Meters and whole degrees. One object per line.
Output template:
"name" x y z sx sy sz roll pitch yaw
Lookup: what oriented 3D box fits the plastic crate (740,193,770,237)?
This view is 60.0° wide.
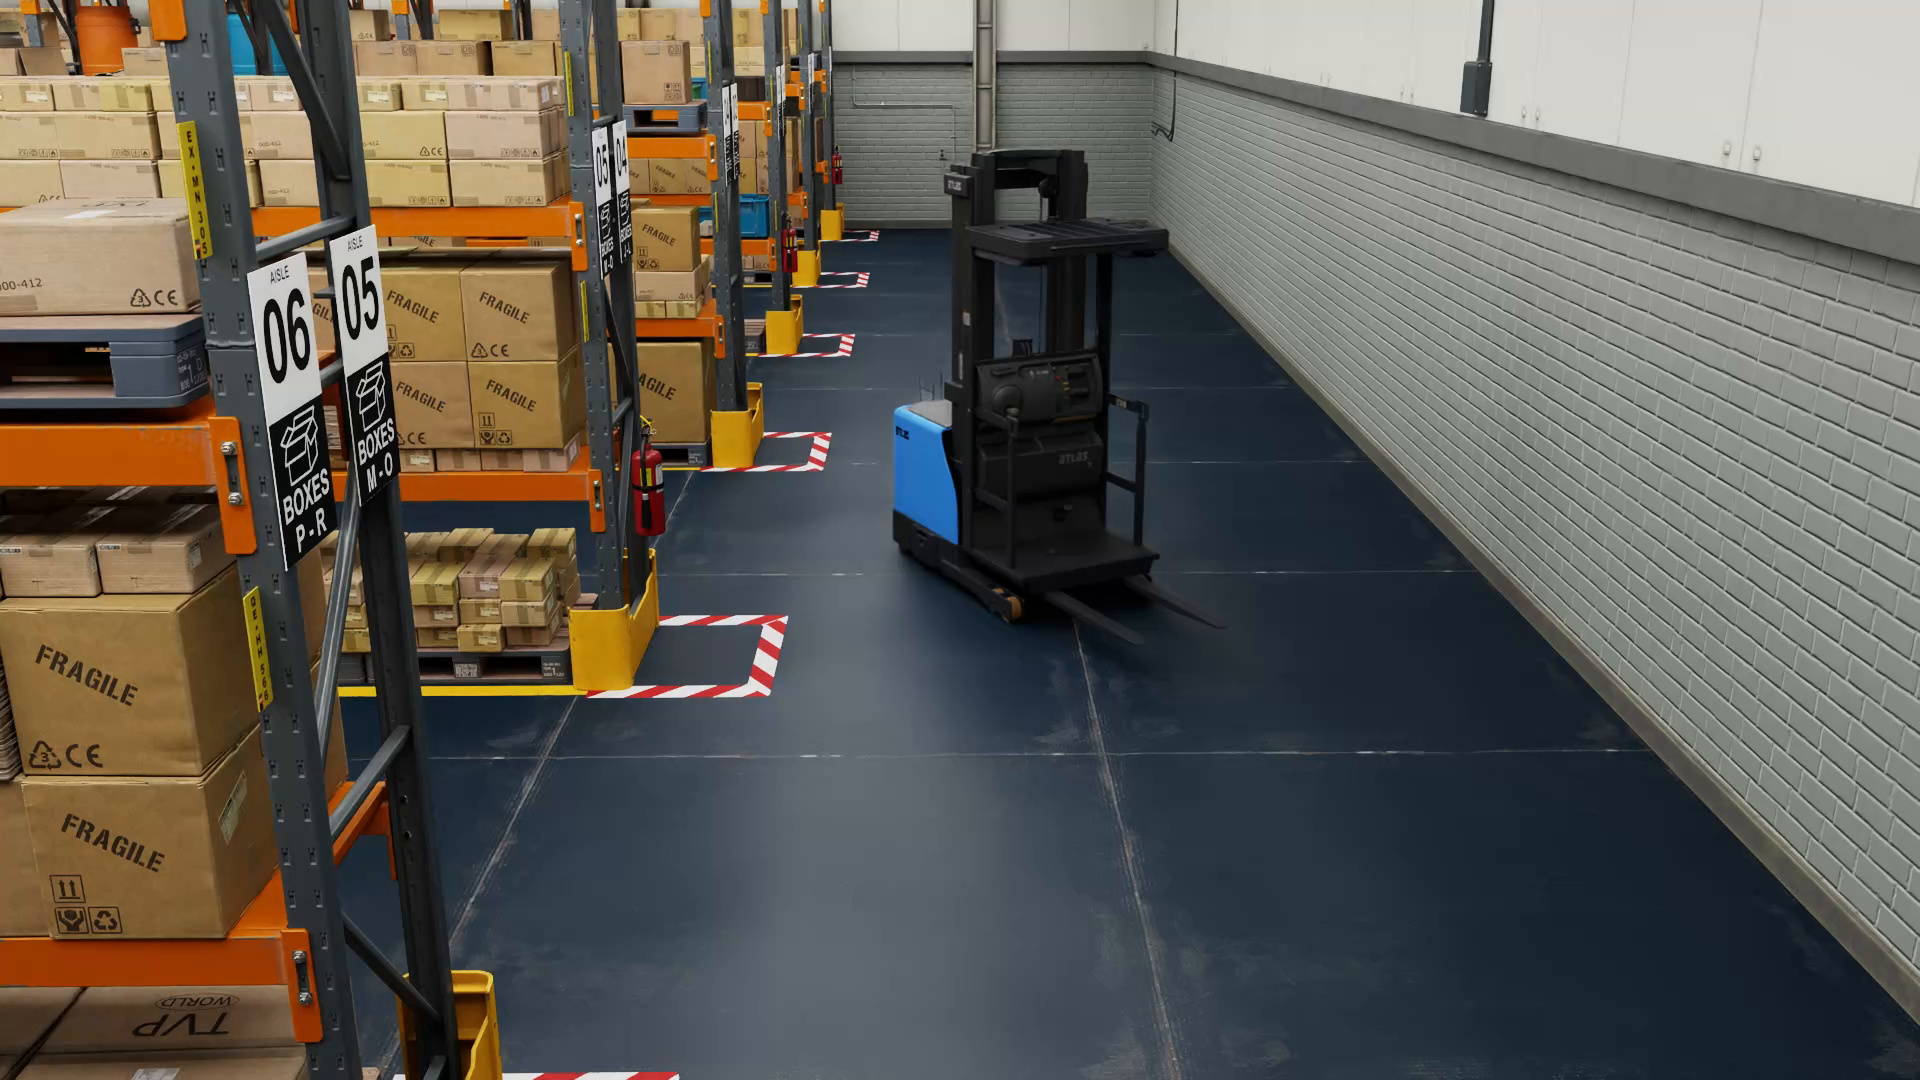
"plastic crate" -2.434 -3.735 19.125 0.499 0.435 0.616 0 18 -1

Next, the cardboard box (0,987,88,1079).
"cardboard box" -3.441 1.851 5.372 0.875 0.438 0.875 0 18 1

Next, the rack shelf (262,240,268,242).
"rack shelf" -8.101 -3.377 19.343 4.000 0.370 1.077 0 18 -1

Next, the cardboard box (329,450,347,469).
"cardboard box" -3.657 -0.534 9.712 0.250 0.149 0.380 -1 18 -3

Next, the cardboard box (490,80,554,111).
"cardboard box" -2.374 -2.414 9.026 0.250 0.149 0.380 0 18 -1

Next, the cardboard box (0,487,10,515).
"cardboard box" -3.012 -0.129 5.176 0.250 0.149 0.380 -1 18 -3

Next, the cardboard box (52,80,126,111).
"cardboard box" -4.710 -2.418 9.038 0.250 0.149 0.380 -1 18 -3

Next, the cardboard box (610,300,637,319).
"cardboard box" -2.887 -2.011 14.318 0.250 0.149 0.380 0 18 -1

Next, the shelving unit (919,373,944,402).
"shelving unit" -0.160 -0.639 12.570 0.189 1.200 0.258 -10 20 -27

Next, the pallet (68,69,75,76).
"pallet" -11.971 -6.525 23.374 1.213 0.211 1.003 1 18 2

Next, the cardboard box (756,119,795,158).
"cardboard box" -2.617 -5.699 23.602 0.500 0.500 0.500 0 18 -1

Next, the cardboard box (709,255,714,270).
"cardboard box" -3.667 -4.089 24.163 0.500 0.250 0.500 0 18 -1

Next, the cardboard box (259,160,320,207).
"cardboard box" -3.503 -1.992 9.180 0.500 0.250 0.500 0 18 2

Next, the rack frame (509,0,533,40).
"rack frame" -6.176 -8.099 23.062 0.127 3.000 1.000 0 18 -1

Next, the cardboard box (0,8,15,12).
"cardboard box" -15.823 -8.581 27.644 0.500 0.500 0.500 -1 18 -3

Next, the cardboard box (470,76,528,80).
"cardboard box" -2.629 -2.578 9.536 0.250 0.149 0.380 0 18 1

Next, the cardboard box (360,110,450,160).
"cardboard box" -3.014 -2.233 9.114 0.500 0.250 0.500 -1 18 -2

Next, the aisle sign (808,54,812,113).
"aisle sign" -2.103 -6.406 23.351 0.004 0.787 0.394 0 18 -1

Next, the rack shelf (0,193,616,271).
"rack shelf" -4.046 -1.797 9.505 4.000 0.370 1.077 0 18 -1

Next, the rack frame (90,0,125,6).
"rack frame" -14.257 -9.573 27.658 0.127 3.000 1.000 0 18 -1

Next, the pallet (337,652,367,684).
"pallet" -4.152 0.606 10.314 1.213 0.211 1.003 0 18 -1

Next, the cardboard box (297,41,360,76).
"cardboard box" -5.242 -3.962 14.063 0.500 0.500 0.700 -1 18 -4

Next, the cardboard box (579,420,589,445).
"cardboard box" -2.376 -0.700 10.229 0.250 0.149 0.380 0 18 -1

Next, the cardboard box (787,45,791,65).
"cardboard box" -2.694 -6.934 23.767 0.500 0.250 0.500 0 18 -1

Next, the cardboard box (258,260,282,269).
"cardboard box" -4.055 -1.297 9.391 0.500 0.500 0.500 -1 18 -3

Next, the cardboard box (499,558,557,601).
"cardboard box" -2.572 0.234 9.915 0.250 0.149 0.380 0 18 0

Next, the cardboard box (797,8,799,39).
"cardboard box" -2.992 -8.806 28.345 0.500 0.500 0.500 -1 18 -3

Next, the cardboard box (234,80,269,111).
"cardboard box" -3.913 -2.413 9.024 0.250 0.149 0.380 -1 18 -2

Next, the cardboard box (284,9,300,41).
"cardboard box" -9.229 -7.178 23.301 0.500 0.500 0.500 0 18 -1

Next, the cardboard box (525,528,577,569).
"cardboard box" -2.576 0.052 10.479 0.250 0.149 0.380 -1 18 -3

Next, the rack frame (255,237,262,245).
"rack frame" -6.023 -2.217 14.547 0.127 3.000 1.000 0 18 -1

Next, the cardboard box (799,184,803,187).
"cardboard box" -2.835 -6.121 29.060 0.250 0.149 0.380 0 18 0

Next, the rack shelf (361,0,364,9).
"rack shelf" -8.258 -9.069 27.920 4.000 0.370 1.077 0 18 -1

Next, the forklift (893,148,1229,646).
"forklift" 0.641 -1.016 10.918 1.130 2.935 3.031 -9 20 -27

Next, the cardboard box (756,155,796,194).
"cardboard box" -2.620 -5.224 23.758 0.500 0.500 0.500 0 18 1

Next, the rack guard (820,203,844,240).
"rack guard" -2.234 -5.584 29.137 0.348 0.500 1.175 0 18 -1

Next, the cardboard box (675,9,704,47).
"cardboard box" -3.689 -7.194 23.353 0.500 0.500 0.700 0 18 -1

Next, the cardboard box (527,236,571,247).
"cardboard box" -3.526 -2.737 14.699 0.500 0.500 0.500 -1 18 -2

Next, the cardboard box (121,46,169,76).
"cardboard box" -6.603 -3.887 13.991 0.500 0.500 0.700 0 18 0

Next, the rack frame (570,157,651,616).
"rack frame" -2.047 -0.721 9.883 0.127 3.000 1.000 0 18 -1

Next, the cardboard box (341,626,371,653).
"cardboard box" -3.591 0.536 9.946 0.250 0.149 0.380 -1 18 -3

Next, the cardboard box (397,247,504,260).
"cardboard box" -3.004 -1.461 9.902 0.500 0.500 0.500 0 18 1

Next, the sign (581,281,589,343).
"sign" -2.058 -1.253 9.130 0.005 0.325 0.100 0 18 -1

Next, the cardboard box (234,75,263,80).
"cardboard box" -4.192 -2.593 9.583 0.250 0.149 0.380 -1 18 -2

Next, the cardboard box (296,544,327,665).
"cardboard box" -2.352 0.182 5.268 0.500 0.500 0.500 -1 18 -2

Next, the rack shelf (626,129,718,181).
"rack shelf" -4.024 -3.312 14.229 4.000 0.370 1.077 0 18 -1

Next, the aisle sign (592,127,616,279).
"aisle sign" -1.969 -1.867 9.202 0.004 0.787 0.394 0 18 -1
